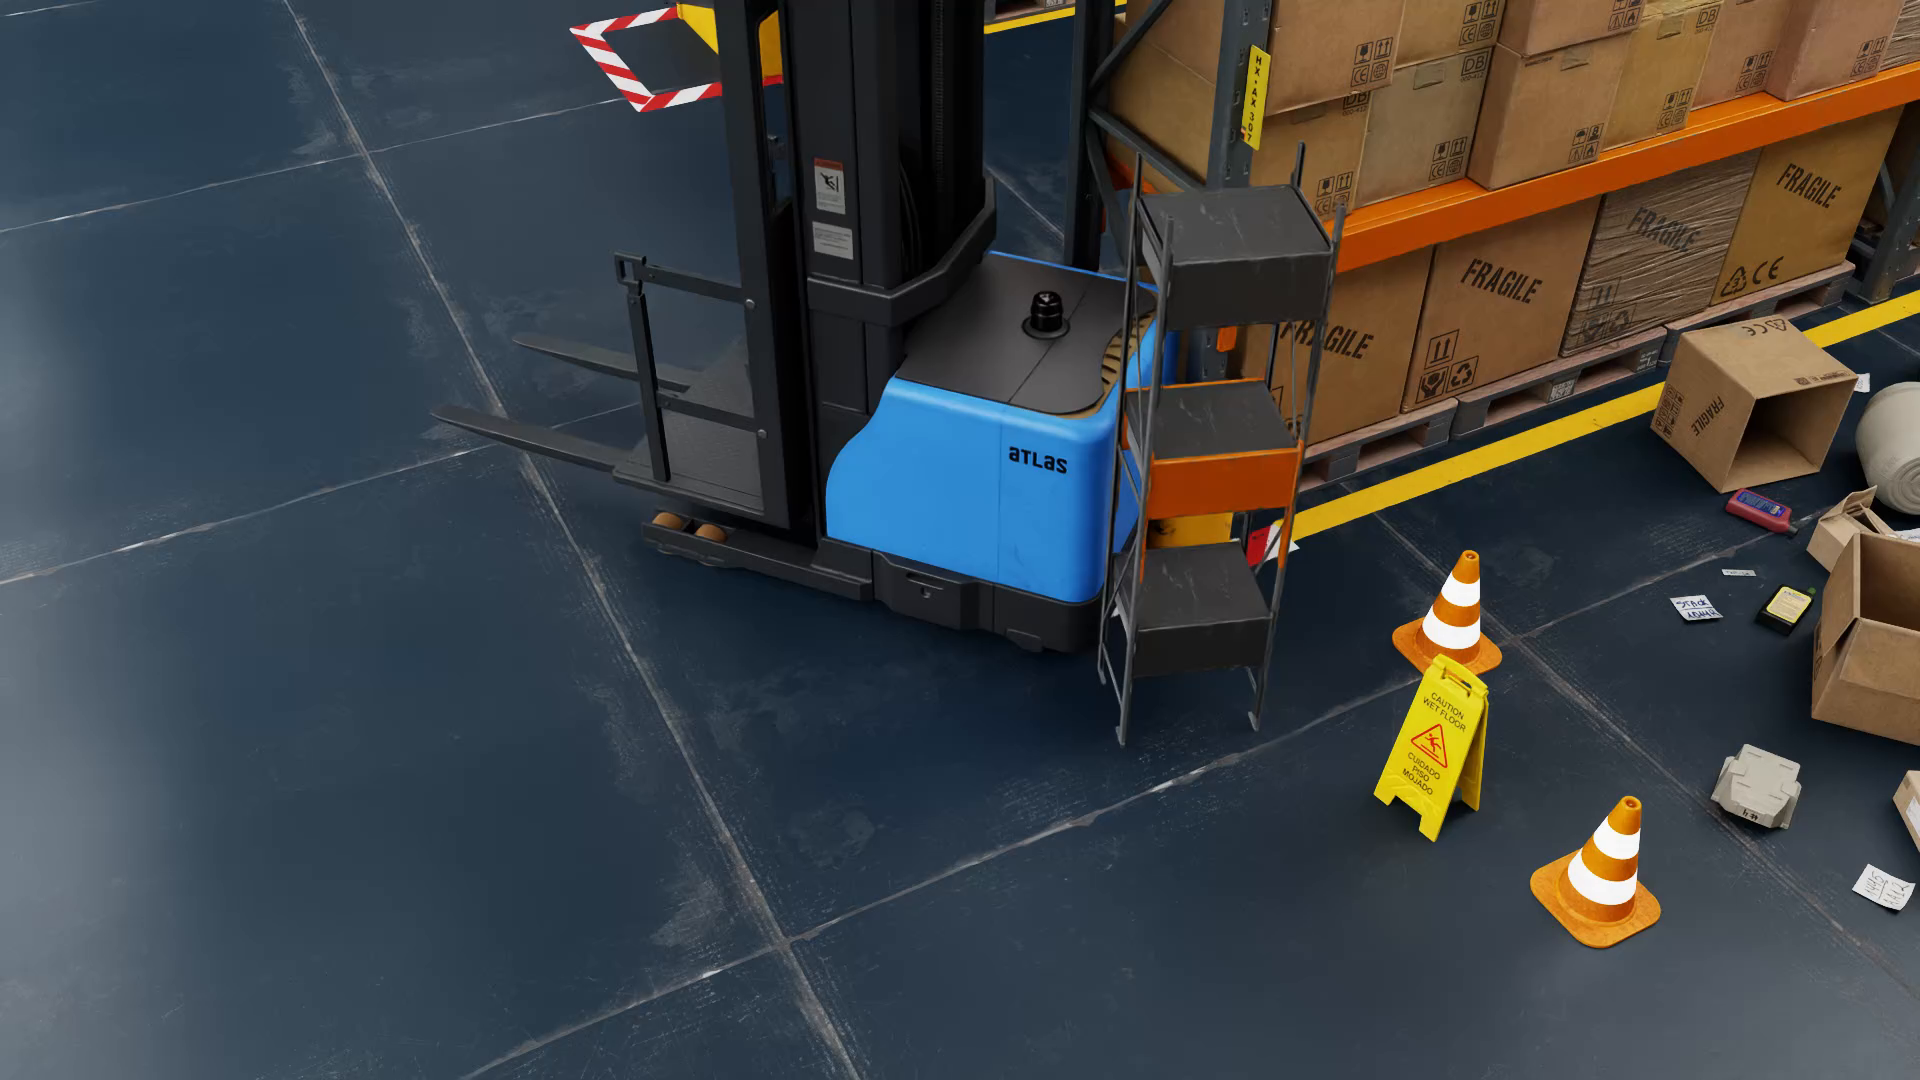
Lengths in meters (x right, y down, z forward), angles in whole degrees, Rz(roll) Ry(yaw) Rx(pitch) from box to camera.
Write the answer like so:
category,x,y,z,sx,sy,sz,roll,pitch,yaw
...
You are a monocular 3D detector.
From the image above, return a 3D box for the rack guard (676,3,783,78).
category,x,y,z,sx,sy,sz,roll,pitch,yaw
rack guard,-1.429,-3.331,10.299,0.348,0.500,1.175,-19,44,-21

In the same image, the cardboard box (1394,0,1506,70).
category,x,y,z,sx,sy,sz,roll,pitch,yaw
cardboard box,1.497,-2.165,6.034,0.550,0.550,0.875,-19,44,-21

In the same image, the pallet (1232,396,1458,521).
category,x,y,z,sx,sy,sz,roll,pitch,yaw
pallet,1.378,-0.609,7.307,1.213,0.211,1.003,-19,44,-21

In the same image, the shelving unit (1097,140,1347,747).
category,x,y,z,sx,sy,sz,roll,pitch,yaw
shelving unit,0.789,-0.222,5.387,0.503,2.100,0.431,-5,41,-6

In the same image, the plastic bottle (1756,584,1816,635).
category,x,y,z,sx,sy,sz,roll,pitch,yaw
plastic bottle,3.192,0.251,6.407,0.133,0.061,0.283,31,49,31

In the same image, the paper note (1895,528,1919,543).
category,x,y,z,sx,sy,sz,roll,pitch,yaw
paper note,3.894,0.006,6.725,0.155,0.023,0.172,-5,40,-6

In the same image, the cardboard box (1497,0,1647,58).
category,x,y,z,sx,sy,sz,roll,pitch,yaw
cardboard box,2.057,-2.255,6.140,0.550,0.550,0.875,-19,44,-21

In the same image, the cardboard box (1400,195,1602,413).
category,x,y,z,sx,sy,sz,roll,pitch,yaw
cardboard box,2.055,-1.244,7.217,0.875,0.875,0.875,-19,44,-21

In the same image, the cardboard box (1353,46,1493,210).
category,x,y,z,sx,sy,sz,roll,pitch,yaw
cardboard box,1.491,-1.761,6.393,0.550,0.550,0.875,-19,44,-21

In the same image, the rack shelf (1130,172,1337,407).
category,x,y,z,sx,sy,sz,roll,pitch,yaw
rack shelf,0.789,-0.746,4.943,0.480,0.518,0.431,-5,41,-6

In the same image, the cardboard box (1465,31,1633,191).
category,x,y,z,sx,sy,sz,roll,pitch,yaw
cardboard box,2.046,-1.856,6.505,0.550,0.550,0.875,-19,44,-21

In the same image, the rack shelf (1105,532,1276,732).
category,x,y,z,sx,sy,sz,roll,pitch,yaw
rack shelf,0.789,0.323,5.848,0.480,0.518,0.431,-5,41,-6

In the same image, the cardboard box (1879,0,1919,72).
category,x,y,z,sx,sy,sz,roll,pitch,yaw
cardboard box,3.931,-2.524,7.294,0.550,0.550,0.875,-19,44,-21

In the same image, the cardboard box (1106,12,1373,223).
category,x,y,z,sx,sy,sz,roll,pitch,yaw
cardboard box,1.013,-1.584,6.184,0.550,0.550,0.875,-19,44,-21

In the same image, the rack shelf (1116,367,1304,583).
category,x,y,z,sx,sy,sz,roll,pitch,yaw
rack shelf,0.789,-0.211,5.395,0.480,0.518,0.431,-5,41,-6

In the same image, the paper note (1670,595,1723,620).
category,x,y,z,sx,sy,sz,roll,pitch,yaw
paper note,2.843,0.261,6.419,0.142,0.017,0.144,-5,40,-6

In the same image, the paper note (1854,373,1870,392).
category,x,y,z,sx,sy,sz,roll,pitch,yaw
paper note,4.075,-0.732,7.590,0.147,0.020,0.142,15,42,17

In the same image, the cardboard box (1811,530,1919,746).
category,x,y,z,sx,sy,sz,roll,pitch,yaw
cardboard box,3.470,0.394,5.895,0.797,0.503,0.637,15,42,17

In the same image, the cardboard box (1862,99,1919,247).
category,x,y,z,sx,sy,sz,roll,pitch,yaw
cardboard box,4.762,-2.123,8.352,0.750,0.750,1.050,-19,44,-21

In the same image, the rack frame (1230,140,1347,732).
category,x,y,z,sx,sy,sz,roll,pitch,yaw
rack frame,1.031,-0.245,5.414,0.015,2.100,0.400,-5,41,-6

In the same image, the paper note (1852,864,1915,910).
category,x,y,z,sx,sy,sz,roll,pitch,yaw
paper note,3.000,1.126,5.396,0.148,0.019,0.142,31,49,31

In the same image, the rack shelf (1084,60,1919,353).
category,x,y,z,sx,sy,sz,roll,pitch,yaw
rack shelf,2.479,-1.713,7.008,4.000,0.370,1.077,-19,44,-21

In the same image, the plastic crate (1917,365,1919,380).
category,x,y,z,sx,sy,sz,roll,pitch,yaw
plastic crate,4.704,-0.730,7.423,0.662,0.188,0.450,2,30,2

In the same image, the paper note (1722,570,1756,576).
category,x,y,z,sx,sy,sz,roll,pitch,yaw
paper note,3.086,0.130,6.589,0.123,0.001,0.032,2,40,2

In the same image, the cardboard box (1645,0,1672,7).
category,x,y,z,sx,sy,sz,roll,pitch,yaw
cardboard box,2.467,-2.487,6.415,0.500,0.550,0.875,-19,44,-21

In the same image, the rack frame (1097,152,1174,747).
category,x,y,z,sx,sy,sz,roll,pitch,yaw
rack frame,0.548,-0.199,5.359,0.015,2.100,0.400,-5,41,-6

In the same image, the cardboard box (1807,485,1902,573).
category,x,y,z,sx,sy,sz,roll,pitch,yaw
cardboard box,3.579,0.028,6.512,0.258,0.266,0.396,-12,42,-13

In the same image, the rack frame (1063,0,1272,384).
category,x,y,z,sx,sy,sz,roll,pitch,yaw
rack frame,0.705,-1.390,6.071,0.127,3.000,1.000,-19,44,-21

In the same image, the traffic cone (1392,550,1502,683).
category,x,y,z,sx,sy,sz,roll,pitch,yaw
traffic cone,1.832,0.233,6.116,0.334,0.463,0.336,-19,44,-21

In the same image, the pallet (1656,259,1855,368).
category,x,y,z,sx,sy,sz,roll,pitch,yaw
pallet,3.542,-1.338,8.167,1.213,0.211,1.003,-19,44,-21

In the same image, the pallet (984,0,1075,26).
category,x,y,z,sx,sy,sz,roll,pitch,yaw
pallet,0.388,-3.805,11.081,1.213,0.211,1.003,-19,44,-21

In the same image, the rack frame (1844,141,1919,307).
category,x,y,z,sx,sy,sz,roll,pitch,yaw
rack frame,4.253,-2.584,7.481,0.127,3.000,1.000,-19,44,-21

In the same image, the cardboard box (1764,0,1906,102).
category,x,y,z,sx,sy,sz,roll,pitch,yaw
cardboard box,3.454,-2.347,7.085,0.550,0.550,0.875,-19,44,-21

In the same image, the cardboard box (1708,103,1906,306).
category,x,y,z,sx,sy,sz,roll,pitch,yaw
cardboard box,3.663,-1.786,7.858,0.875,0.875,0.875,-18,43,-20

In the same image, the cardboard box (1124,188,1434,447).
category,x,y,z,sx,sy,sz,roll,pitch,yaw
cardboard box,1.276,-0.980,6.905,0.875,0.875,0.875,-18,44,-20

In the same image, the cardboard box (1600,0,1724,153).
category,x,y,z,sx,sy,sz,roll,pitch,yaw
cardboard box,2.497,-2.038,6.720,0.500,0.550,0.875,-19,44,-21

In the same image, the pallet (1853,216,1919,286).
category,x,y,z,sx,sy,sz,roll,pitch,yaw
pallet,4.902,-1.793,8.705,1.213,0.211,1.003,-19,44,-21

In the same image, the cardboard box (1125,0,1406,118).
category,x,y,z,sx,sy,sz,roll,pitch,yaw
cardboard box,1.052,-1.948,5.778,0.550,0.550,0.875,-19,44,-21

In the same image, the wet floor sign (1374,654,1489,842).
category,x,y,z,sx,sy,sz,roll,pitch,yaw
wet floor sign,1.594,0.652,5.481,0.232,0.644,0.267,-26,47,-28

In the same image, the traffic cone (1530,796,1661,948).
category,x,y,z,sx,sy,sz,roll,pitch,yaw
traffic cone,2.052,0.982,5.232,0.334,0.463,0.336,-19,44,-21

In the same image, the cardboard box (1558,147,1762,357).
category,x,y,z,sx,sy,sz,roll,pitch,yaw
cardboard box,2.865,-1.515,7.537,0.875,0.875,0.875,-18,44,-20

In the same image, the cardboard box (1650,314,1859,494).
category,x,y,z,sx,sy,sz,roll,pitch,yaw
cardboard box,3.350,-0.580,7.046,0.500,0.500,0.500,-12,42,-13

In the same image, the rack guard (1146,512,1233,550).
category,x,y,z,sx,sy,sz,roll,pitch,yaw
rack guard,0.684,-0.429,6.870,0.348,0.500,1.175,-19,44,-21

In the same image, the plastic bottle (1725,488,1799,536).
category,x,y,z,sx,sy,sz,roll,pitch,yaw
plastic bottle,3.313,-0.110,6.832,0.283,0.061,0.133,31,49,31

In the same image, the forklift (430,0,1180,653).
category,x,y,z,sx,sy,sz,roll,pitch,yaw
forklift,-0.724,-1.312,6.031,3.031,2.935,1.130,15,43,17

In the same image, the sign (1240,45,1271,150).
category,x,y,z,sx,sy,sz,roll,pitch,yaw
sign,0.956,-1.431,5.388,0.005,0.325,0.100,-19,44,-21

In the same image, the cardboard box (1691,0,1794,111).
category,x,y,z,sx,sy,sz,roll,pitch,yaw
cardboard box,2.920,-2.254,6.975,0.550,0.550,0.875,-19,44,-21

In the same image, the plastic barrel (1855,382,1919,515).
category,x,y,z,sx,sy,sz,roll,pitch,yaw
plastic barrel,3.955,-0.383,6.875,0.421,0.421,0.512,8,41,10

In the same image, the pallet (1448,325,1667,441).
category,x,y,z,sx,sy,sz,roll,pitch,yaw
pallet,2.459,-0.971,7.734,1.213,0.211,1.003,-19,44,-21

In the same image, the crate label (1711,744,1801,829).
category,x,y,z,sx,sy,sz,roll,pitch,yaw
crate label,2.721,0.836,5.656,0.250,0.136,0.298,22,45,24

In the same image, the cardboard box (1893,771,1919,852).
category,x,y,z,sx,sy,sz,roll,pitch,yaw
cardboard box,3.310,0.956,5.506,0.250,0.149,0.380,2,40,2
